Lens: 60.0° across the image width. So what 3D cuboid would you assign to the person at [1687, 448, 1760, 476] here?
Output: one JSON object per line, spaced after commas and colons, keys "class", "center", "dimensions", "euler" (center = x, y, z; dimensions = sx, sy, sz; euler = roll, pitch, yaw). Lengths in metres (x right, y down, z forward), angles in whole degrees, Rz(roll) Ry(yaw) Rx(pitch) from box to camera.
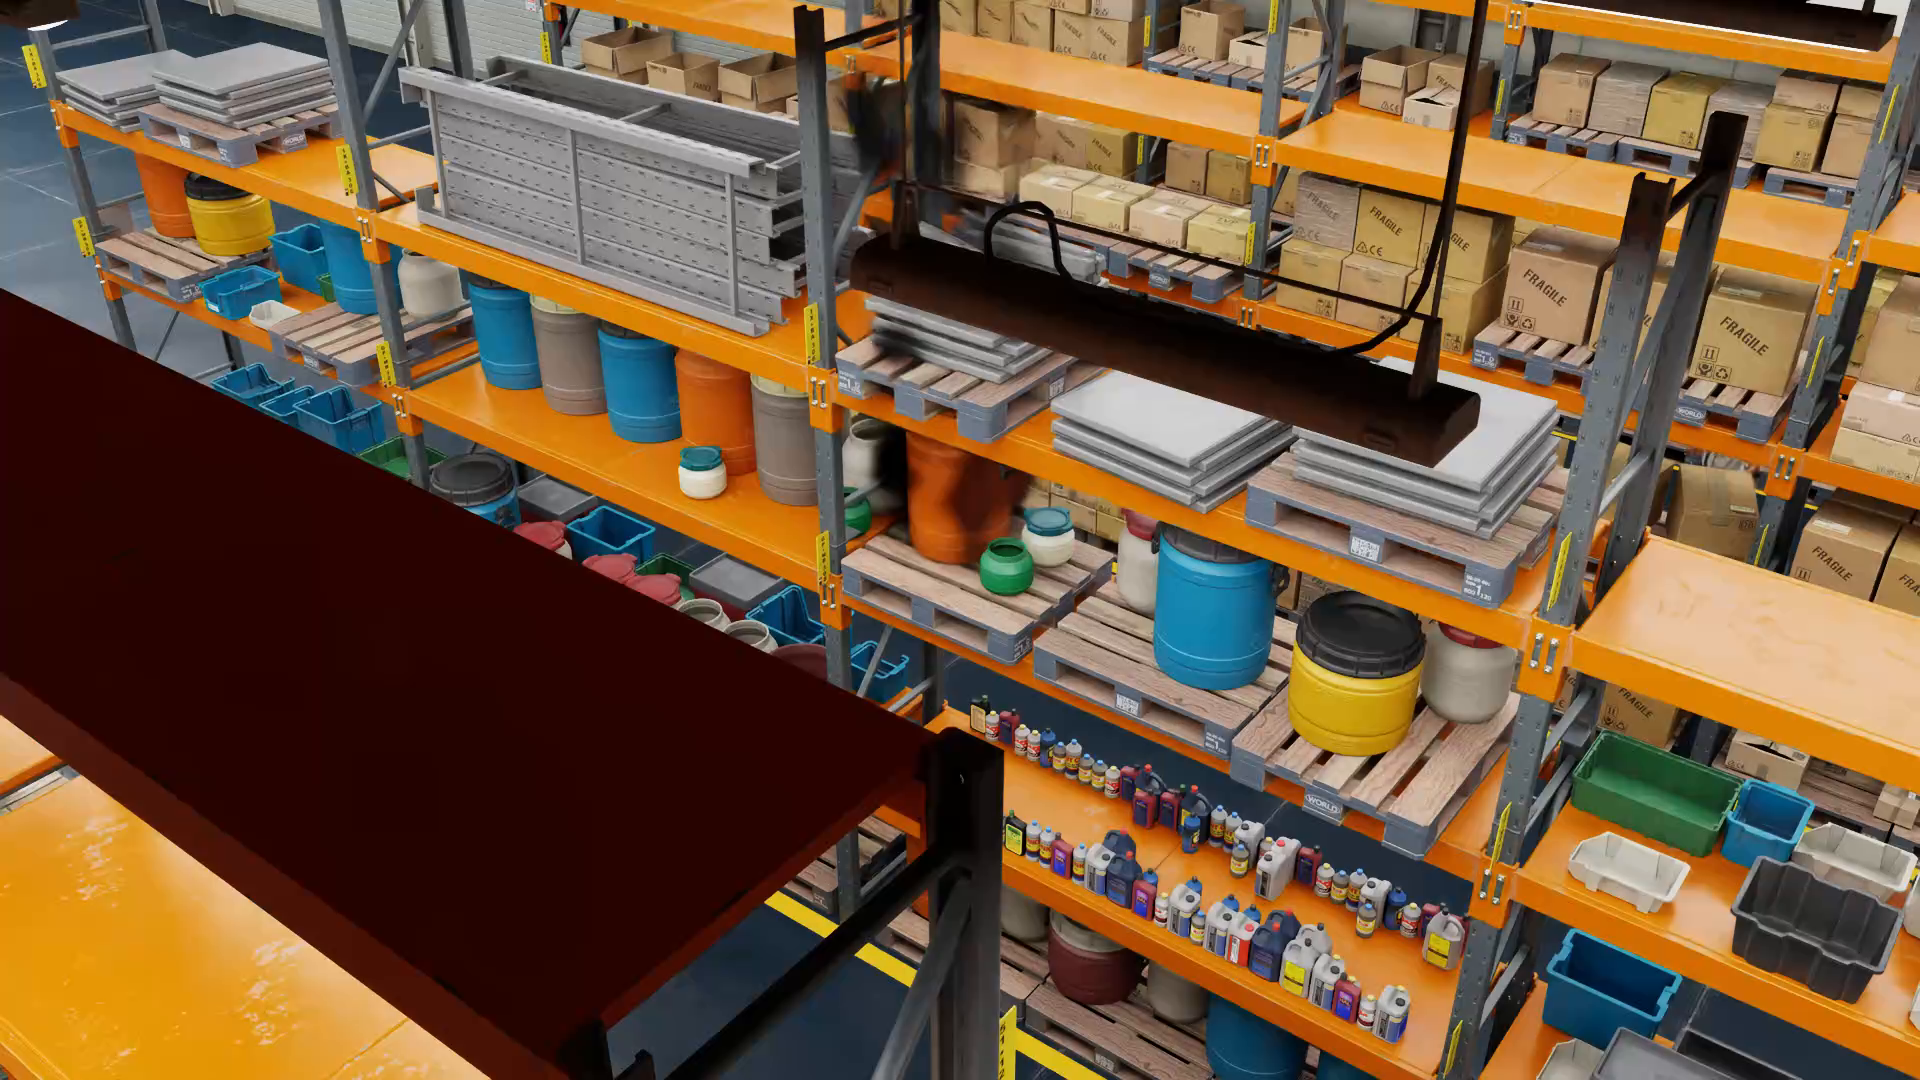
{"class": "person", "center": [6.646, -0.472, 14.468], "dimensions": [0.891, 1.664, 0.609], "euler": [12, 33, 18]}
